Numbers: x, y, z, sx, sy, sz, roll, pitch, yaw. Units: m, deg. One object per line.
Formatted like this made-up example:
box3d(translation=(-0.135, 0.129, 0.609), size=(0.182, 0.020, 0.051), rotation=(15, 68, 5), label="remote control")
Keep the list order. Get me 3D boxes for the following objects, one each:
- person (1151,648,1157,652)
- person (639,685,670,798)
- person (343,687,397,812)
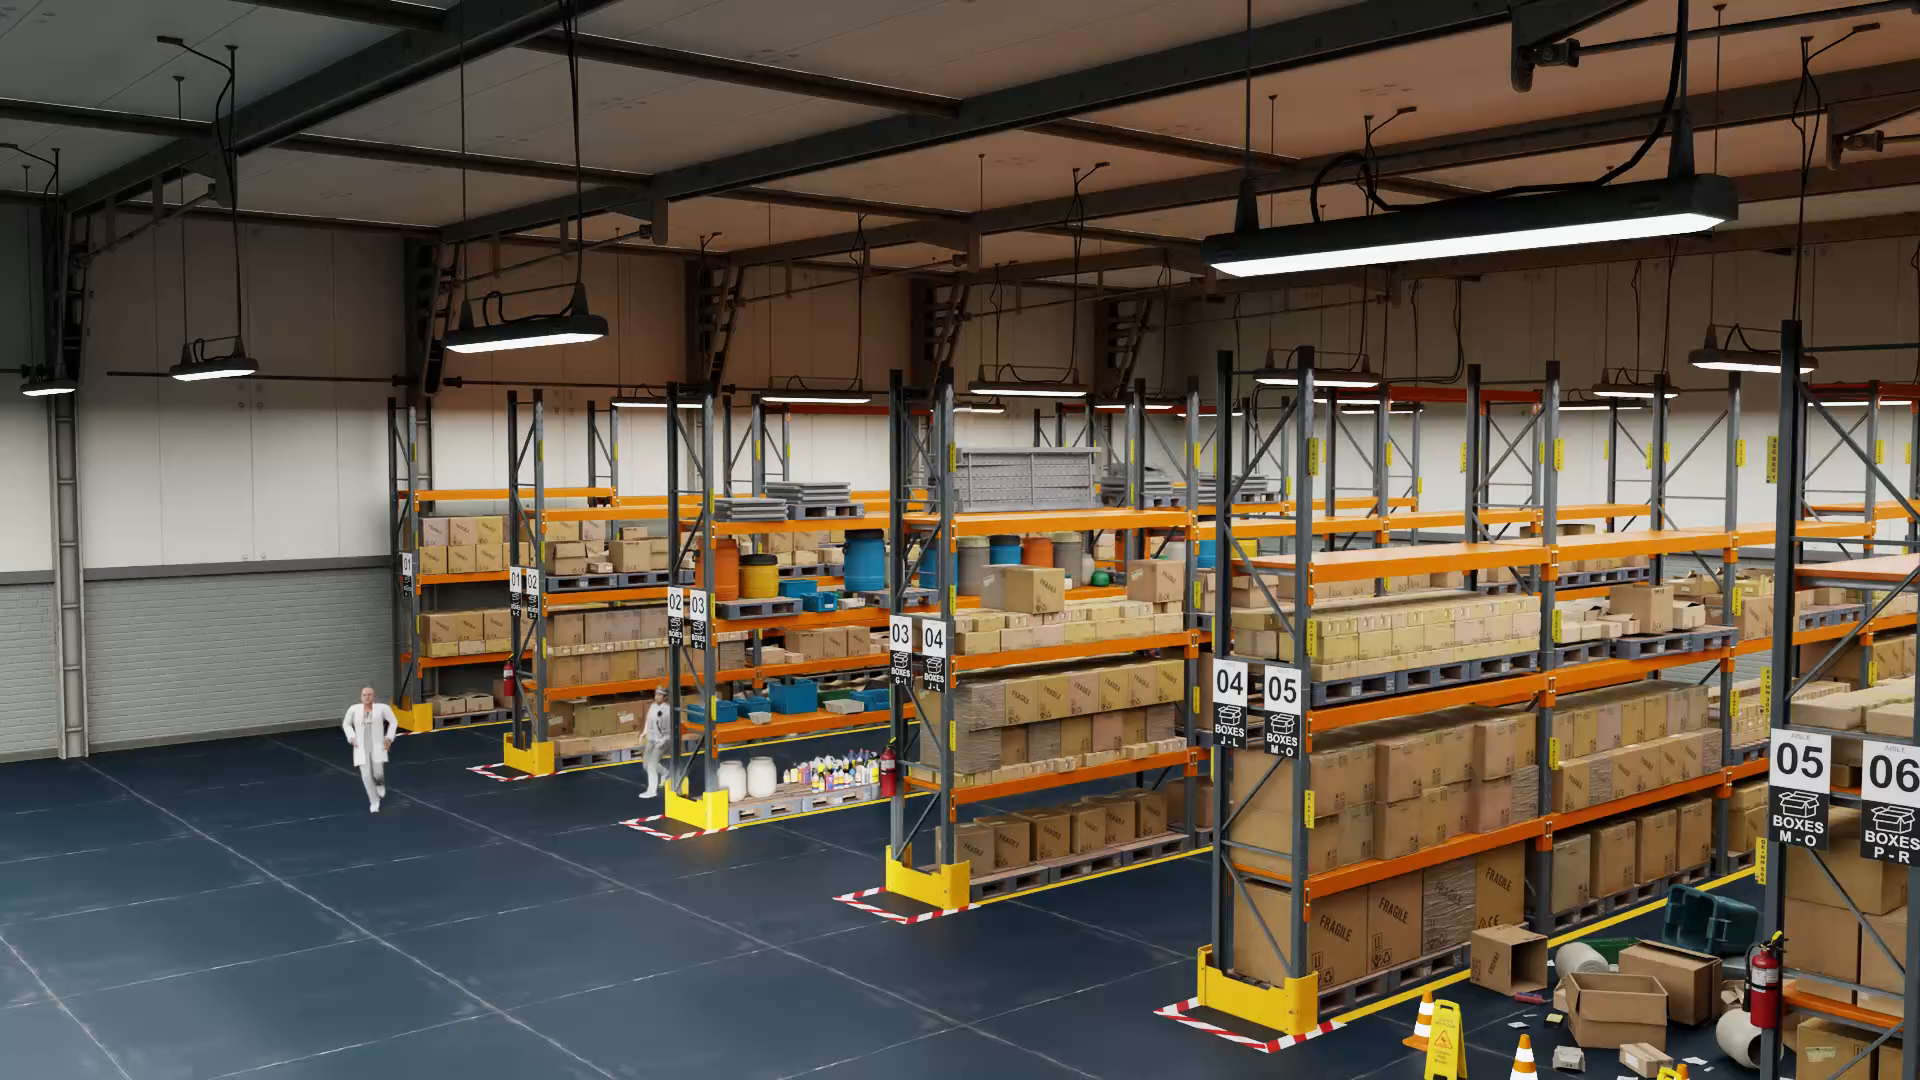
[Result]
box3d(translation=(3.931, 2.504, 32.216), size=(0.569, 1.539, 0.655), rotation=(3, 4, 40), label="person")
box3d(translation=(-4.344, 2.926, 24.285), size=(0.648, 1.648, 0.601), rotation=(2, 4, 34), label="person")
box3d(translation=(-8.335, 2.933, 23.496), size=(0.729, 1.737, 0.627), rotation=(-1, 3, -13), label="person")
